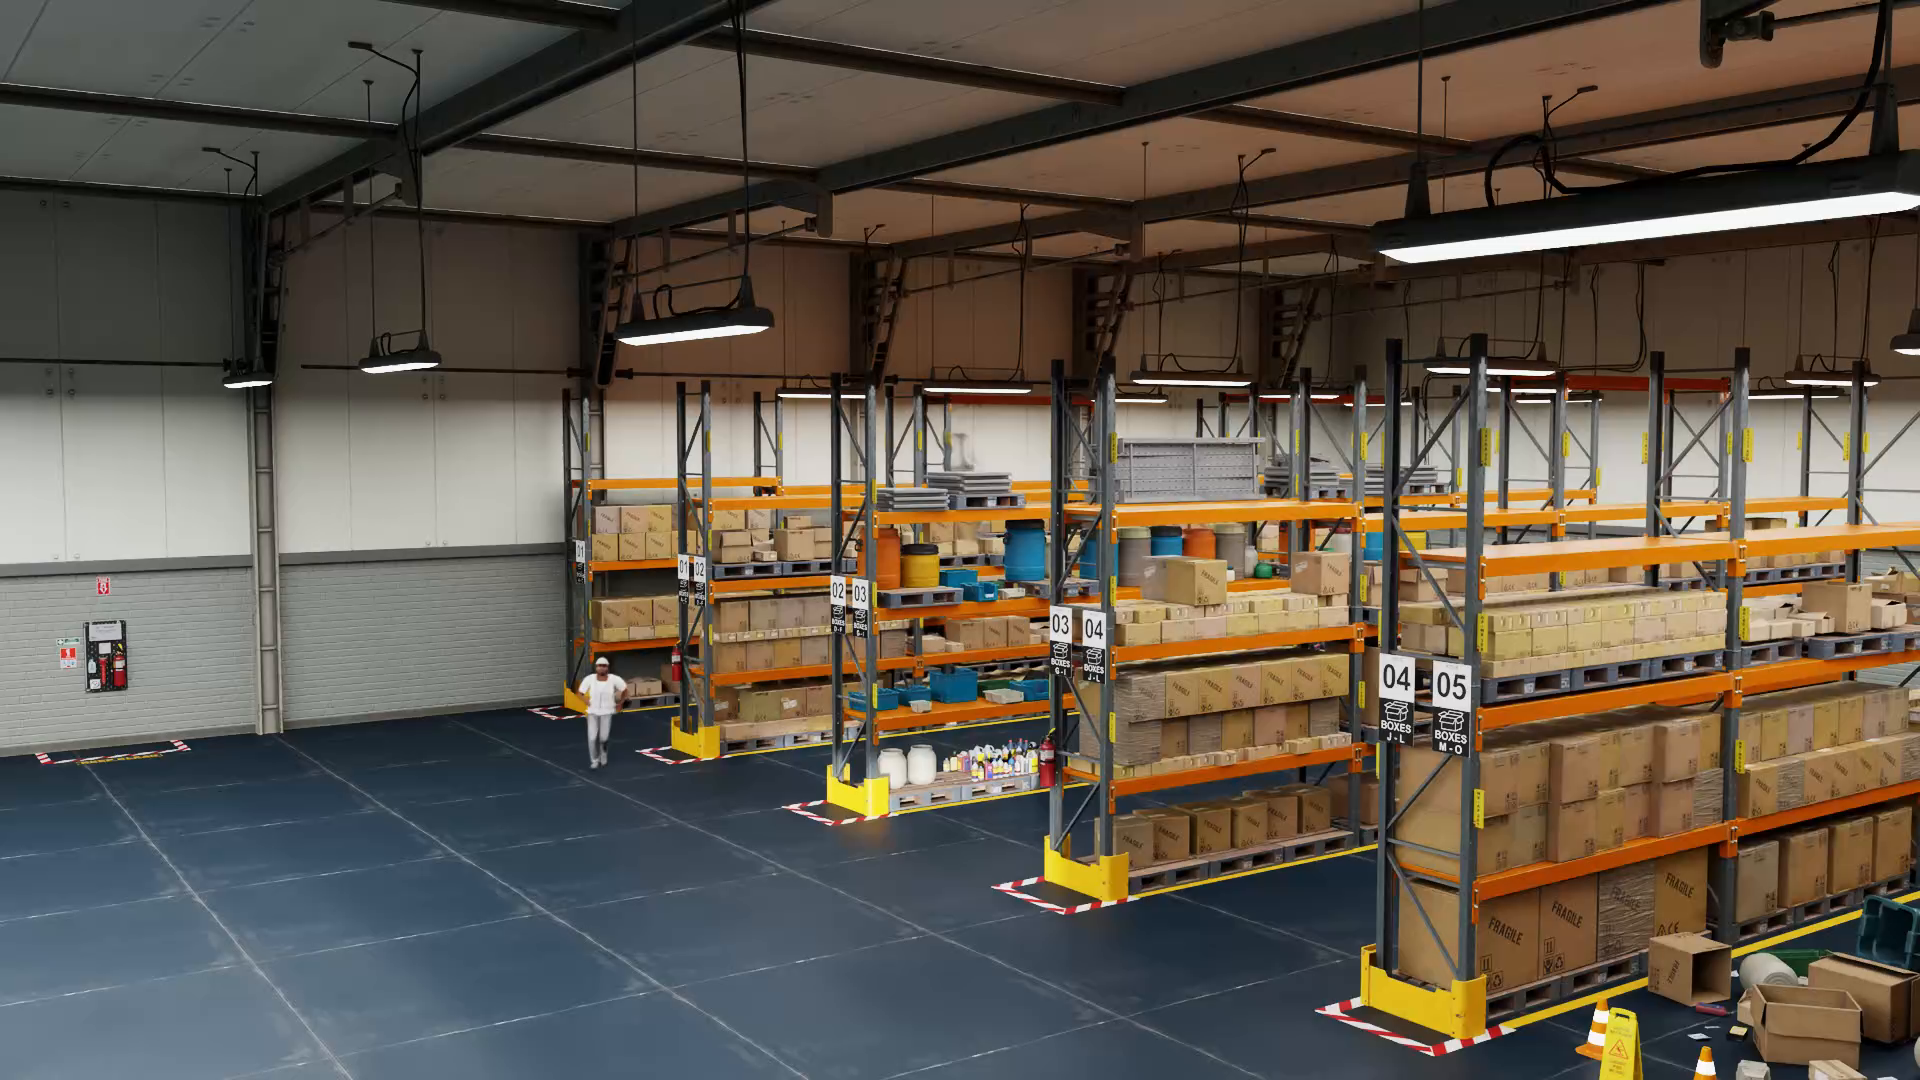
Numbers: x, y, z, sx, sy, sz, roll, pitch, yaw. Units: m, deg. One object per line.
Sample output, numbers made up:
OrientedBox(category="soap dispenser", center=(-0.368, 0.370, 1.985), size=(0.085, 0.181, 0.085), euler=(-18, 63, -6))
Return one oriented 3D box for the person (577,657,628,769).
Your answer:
OrientedBox(category="person", center=(-5.509, 2.663, 25.554), size=(0.758, 1.724, 0.582), euler=(0, 4, -4))
